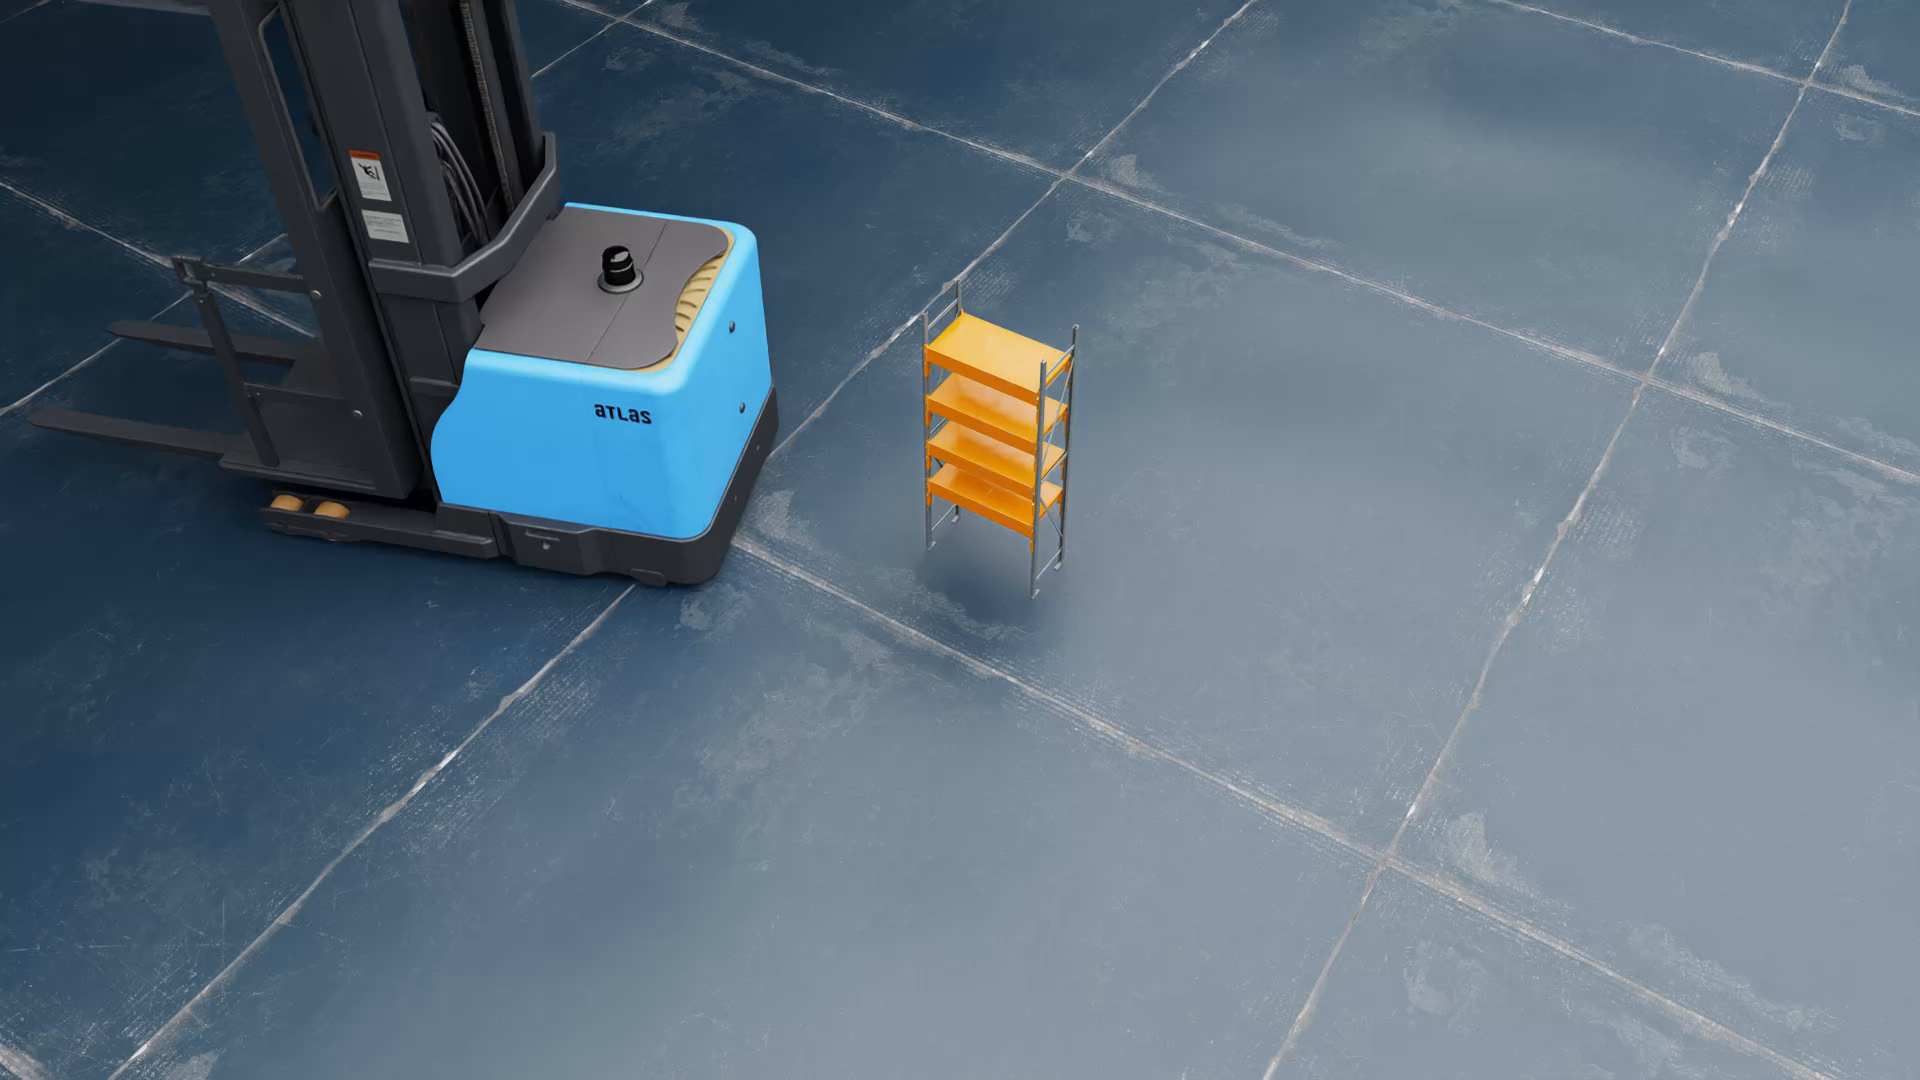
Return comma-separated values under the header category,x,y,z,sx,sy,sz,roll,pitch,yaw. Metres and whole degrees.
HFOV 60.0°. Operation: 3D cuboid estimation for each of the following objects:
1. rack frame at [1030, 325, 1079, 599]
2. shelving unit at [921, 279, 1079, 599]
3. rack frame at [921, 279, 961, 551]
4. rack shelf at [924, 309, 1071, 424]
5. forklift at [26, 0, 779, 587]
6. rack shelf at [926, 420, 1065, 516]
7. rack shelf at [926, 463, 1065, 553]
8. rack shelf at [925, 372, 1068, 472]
category,x,y,z,sx,sy,sz,roll,pitch,yaw
rack frame,0.345,-0.260,6.166,0.015,1.200,0.240,25,51,22
shelving unit,0.139,-0.354,6.257,0.503,1.200,0.258,25,51,22
rack frame,-0.066,-0.449,6.349,0.015,1.200,0.240,25,51,22
rack shelf,0.139,-0.628,5.976,0.480,0.148,0.258,25,51,22
forklift,-2.345,-1.377,6.044,3.031,2.935,1.130,9,46,8
rack shelf,0.139,-0.307,6.306,0.480,0.148,0.258,25,51,22
rack shelf,0.139,-0.169,6.448,0.480,0.148,0.258,25,51,22
rack shelf,0.139,-0.463,6.145,0.480,0.148,0.258,25,51,22
